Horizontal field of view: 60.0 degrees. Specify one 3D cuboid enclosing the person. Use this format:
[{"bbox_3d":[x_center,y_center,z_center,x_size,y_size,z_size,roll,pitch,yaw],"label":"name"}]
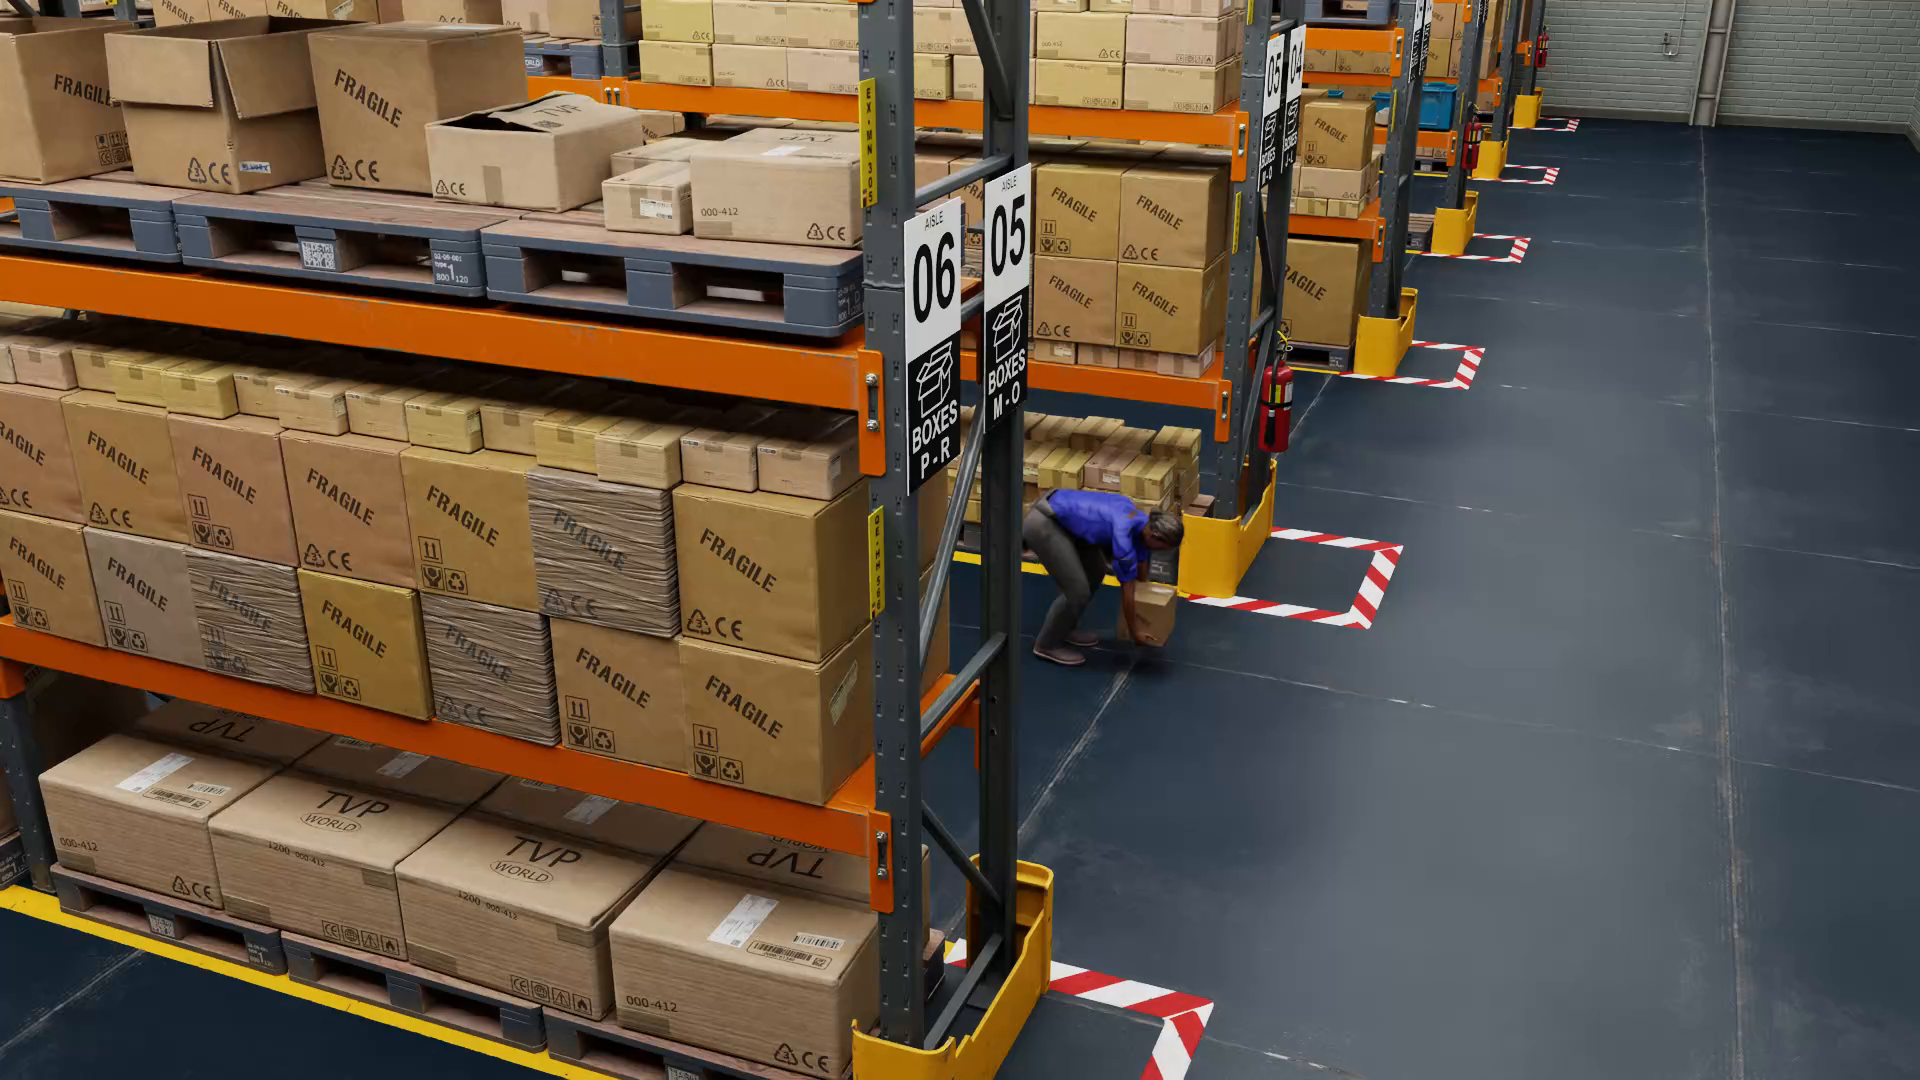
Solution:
[{"bbox_3d":[0.771,0.204,9.031,0.876,0.954,0.444,8,24,18],"label":"person"}]
